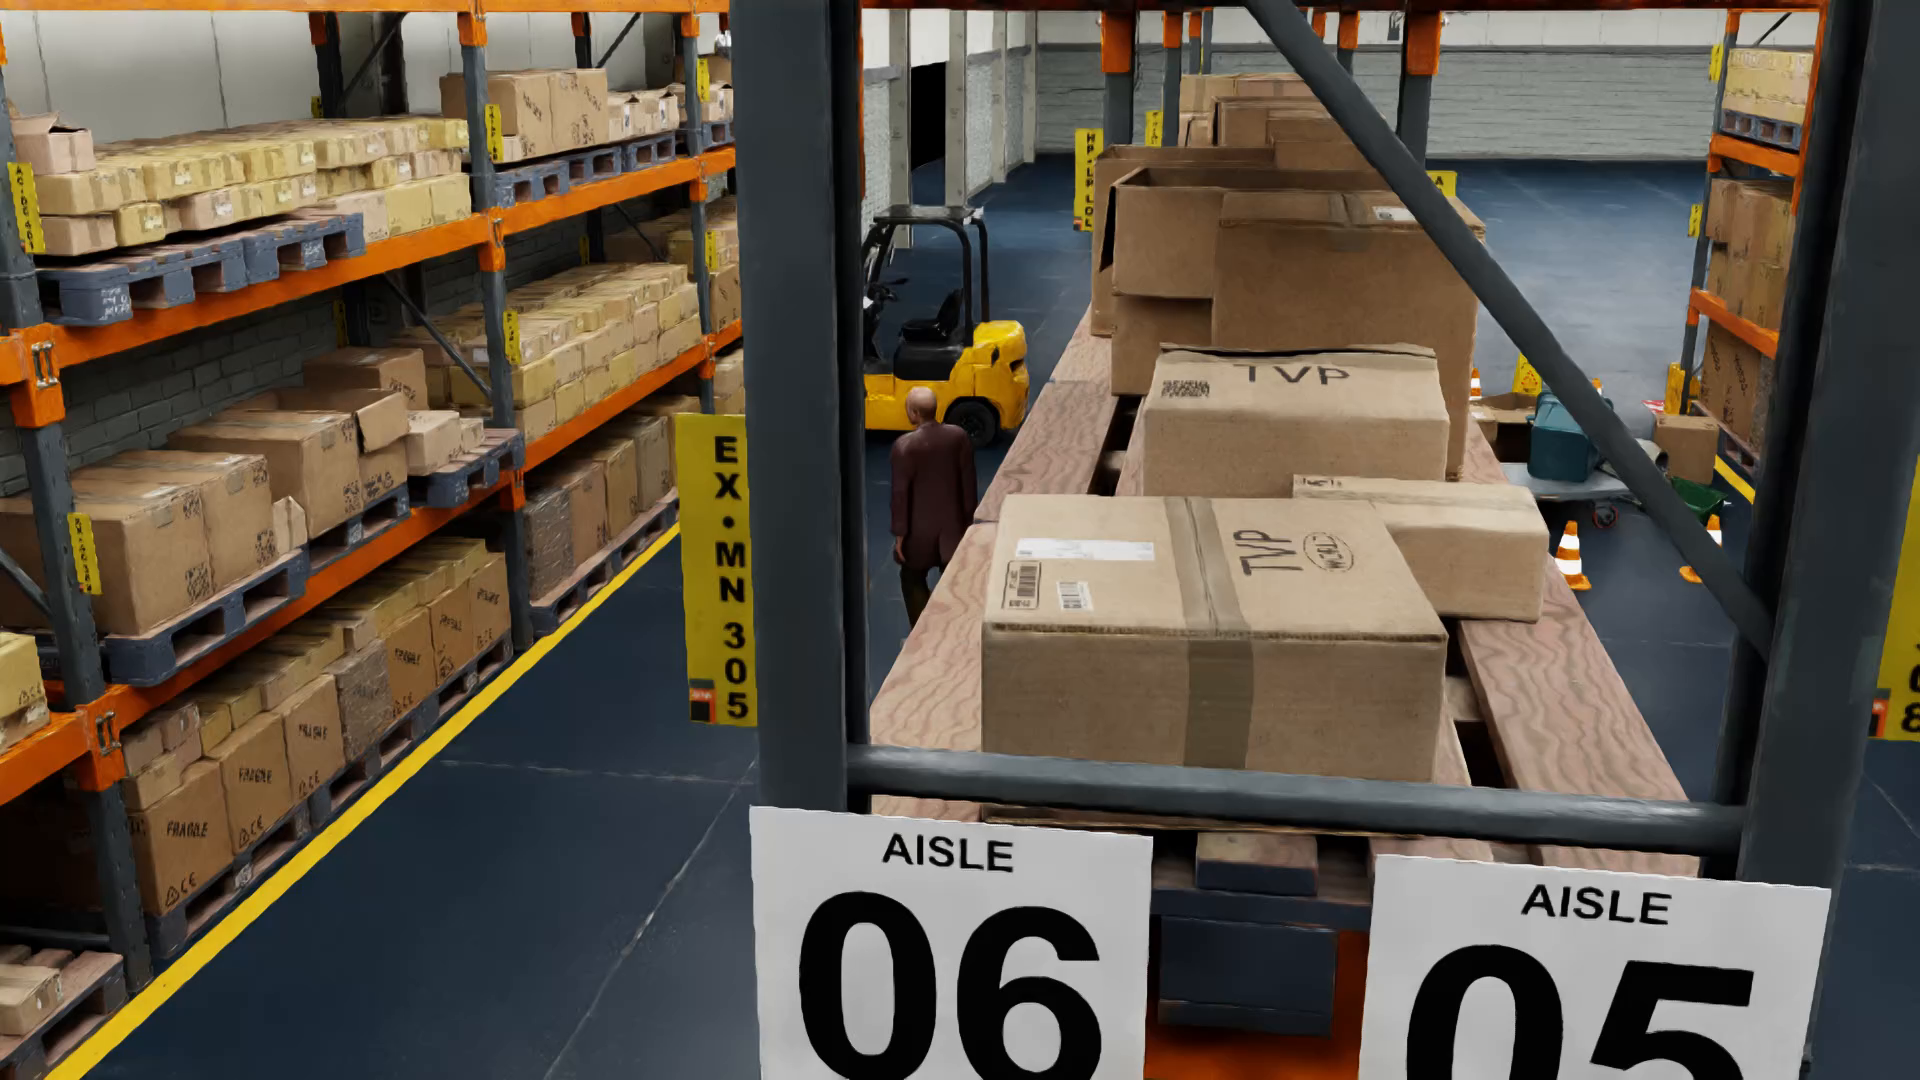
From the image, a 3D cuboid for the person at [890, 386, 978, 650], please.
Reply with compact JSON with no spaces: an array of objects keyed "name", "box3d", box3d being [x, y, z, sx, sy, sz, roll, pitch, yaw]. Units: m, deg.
[{"name":"person","box3d":[-0.151,-0.076,10.321,0.611,1.769,0.626,-8,19,-23]}]
